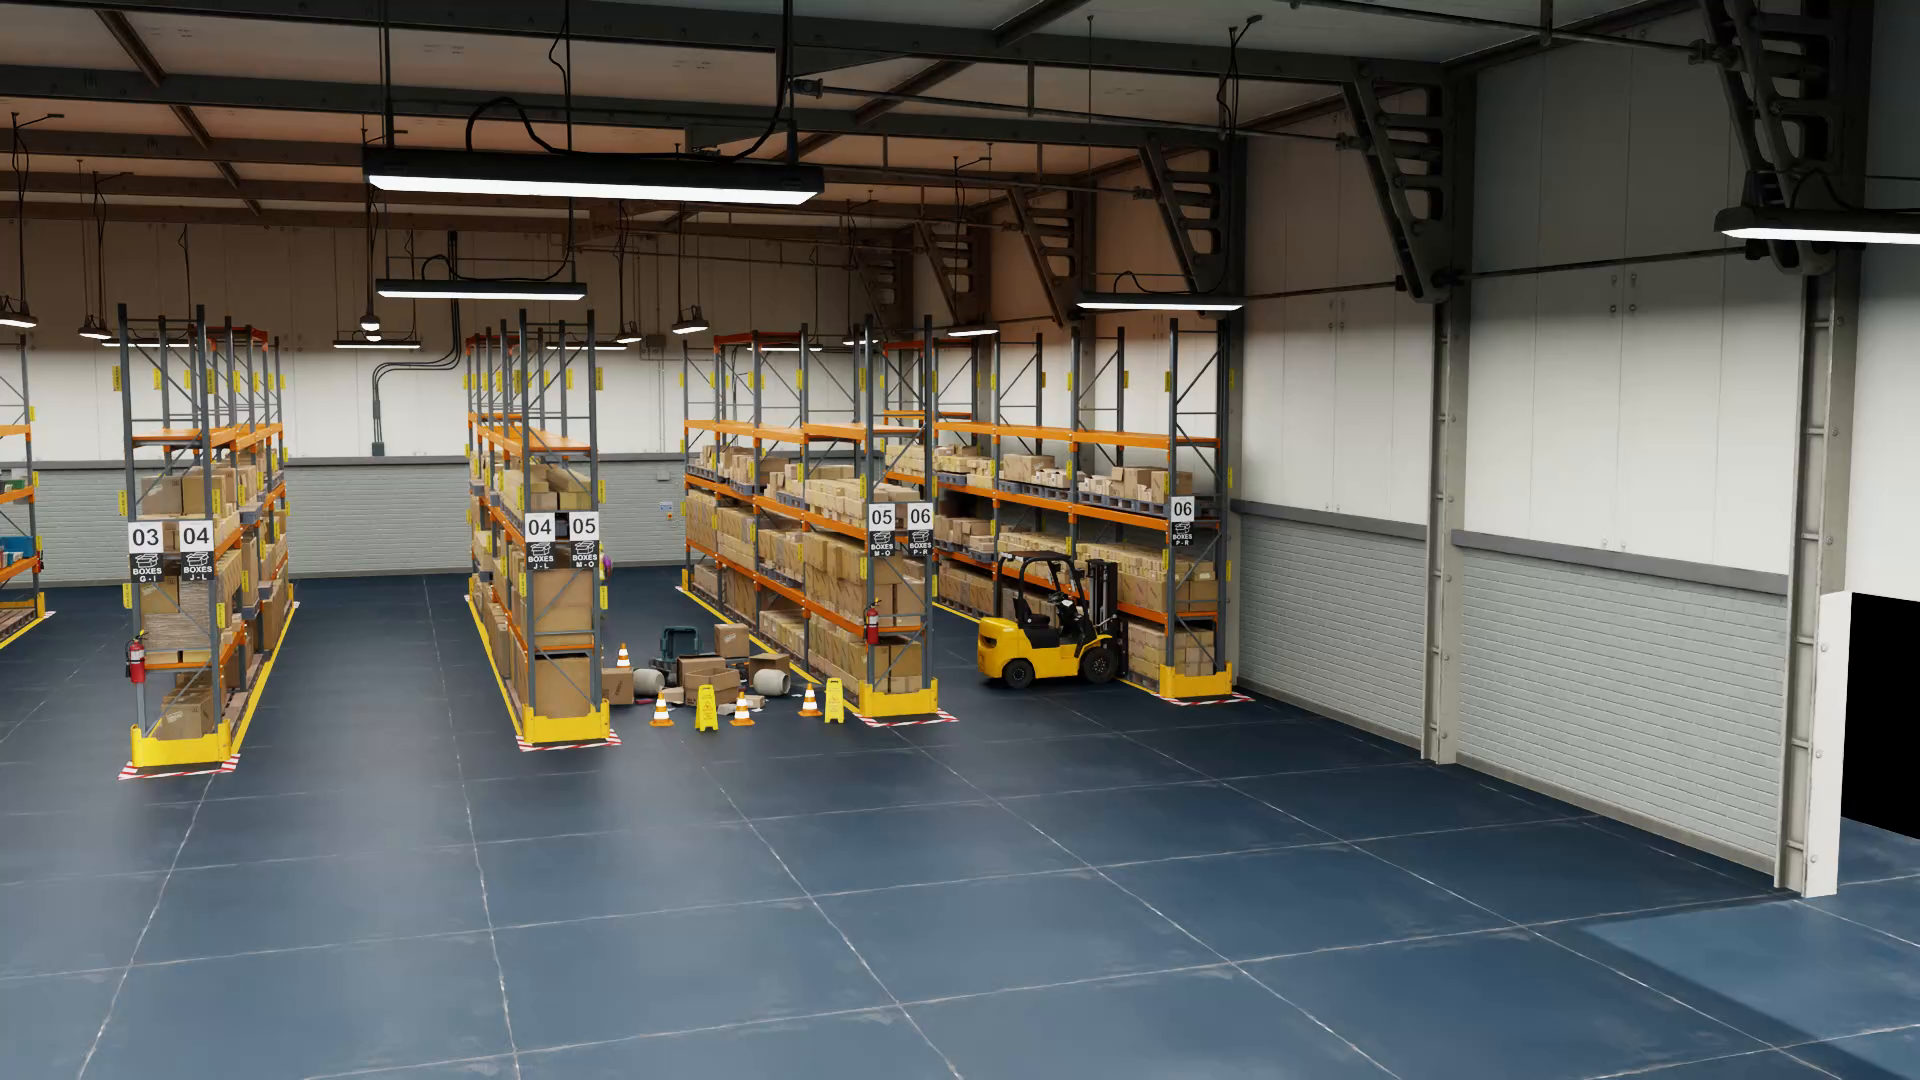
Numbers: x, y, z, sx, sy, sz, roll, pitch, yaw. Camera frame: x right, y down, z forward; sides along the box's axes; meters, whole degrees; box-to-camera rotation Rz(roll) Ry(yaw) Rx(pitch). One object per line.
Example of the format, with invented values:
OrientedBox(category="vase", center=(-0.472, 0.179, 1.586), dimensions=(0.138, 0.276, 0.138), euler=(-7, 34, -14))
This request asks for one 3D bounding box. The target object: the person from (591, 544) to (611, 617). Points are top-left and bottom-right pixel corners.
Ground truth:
OrientedBox(category="person", center=(-7.776, 0.886, 35.320), dimensions=(0.709, 1.560, 1.051), euler=(0, 5, 0))
